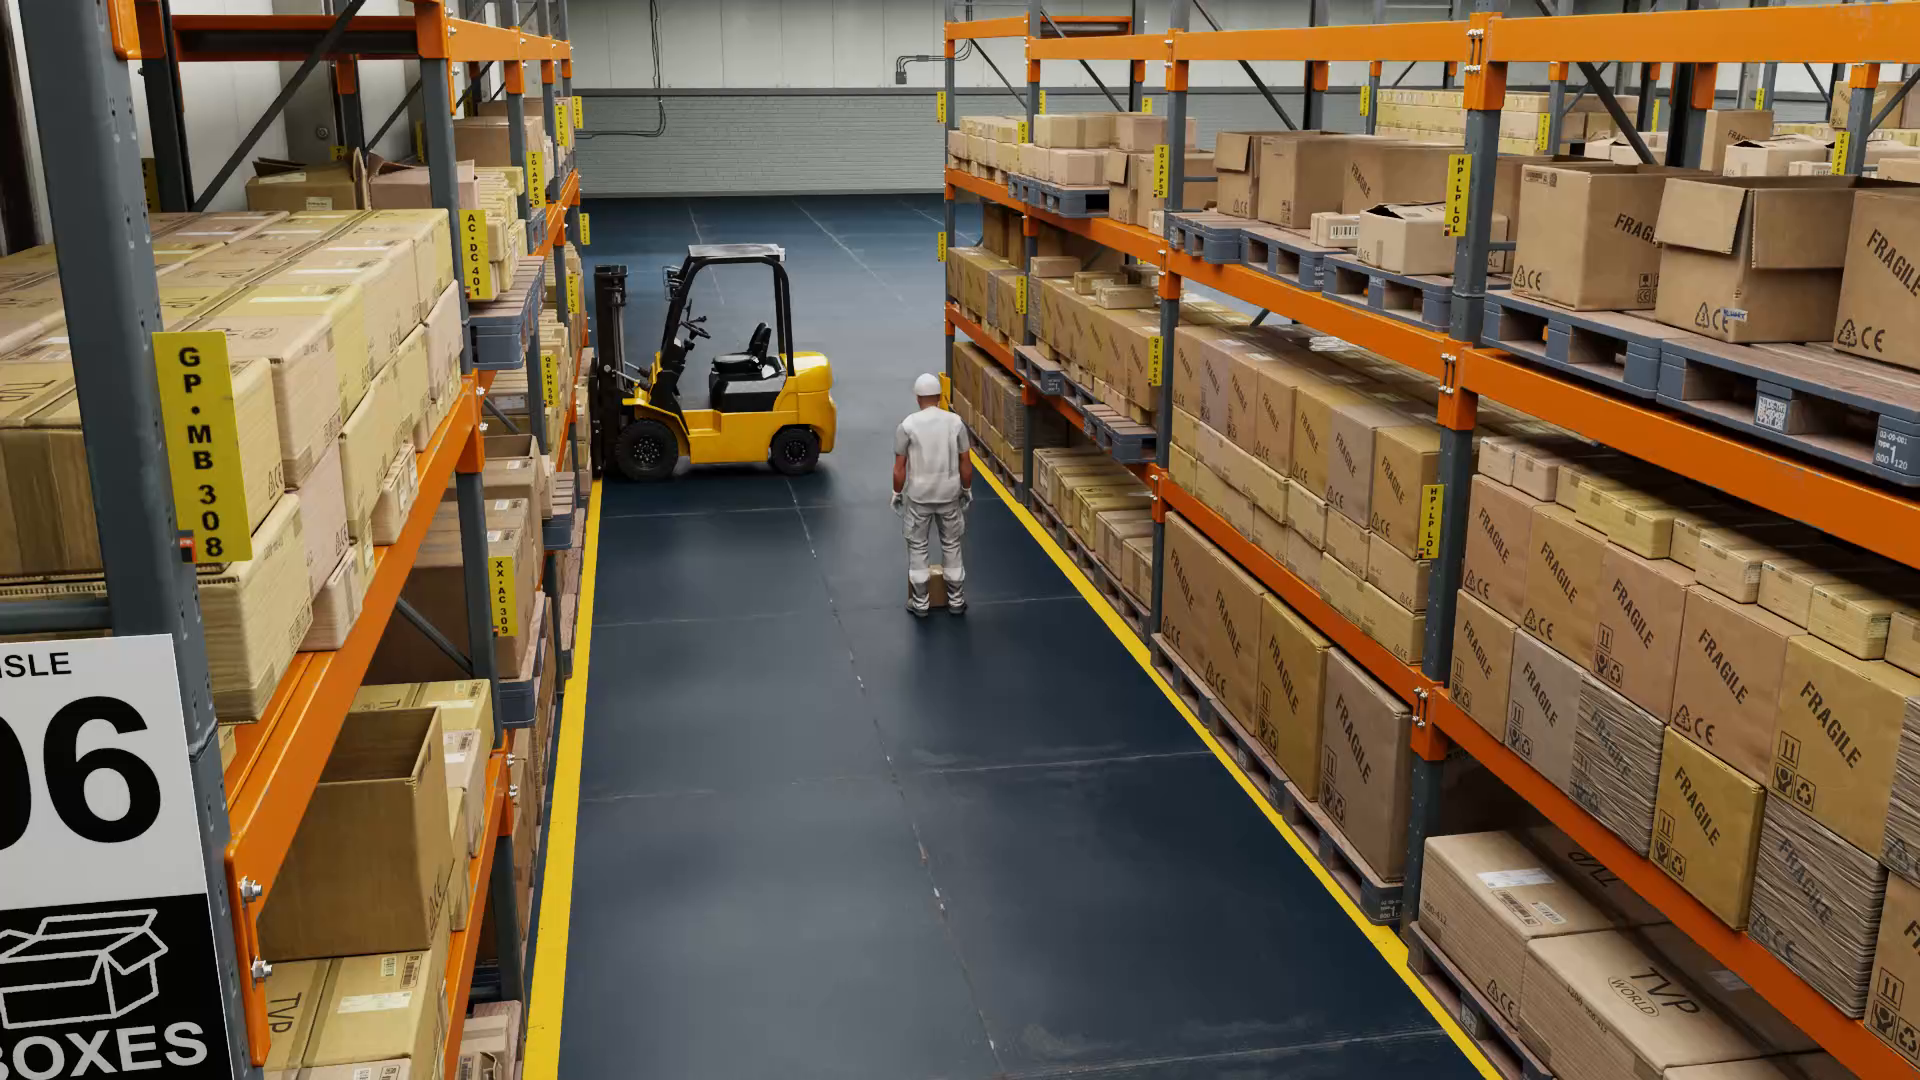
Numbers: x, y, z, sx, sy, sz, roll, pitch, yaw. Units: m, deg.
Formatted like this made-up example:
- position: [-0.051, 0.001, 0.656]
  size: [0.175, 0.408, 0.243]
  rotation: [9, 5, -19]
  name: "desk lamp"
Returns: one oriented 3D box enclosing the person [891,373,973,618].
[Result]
- position: [-0.200, -0.323, 12.118]
  size: [0.607, 1.780, 0.449]
  rotation: [-3, 16, -10]
  name: "person"
